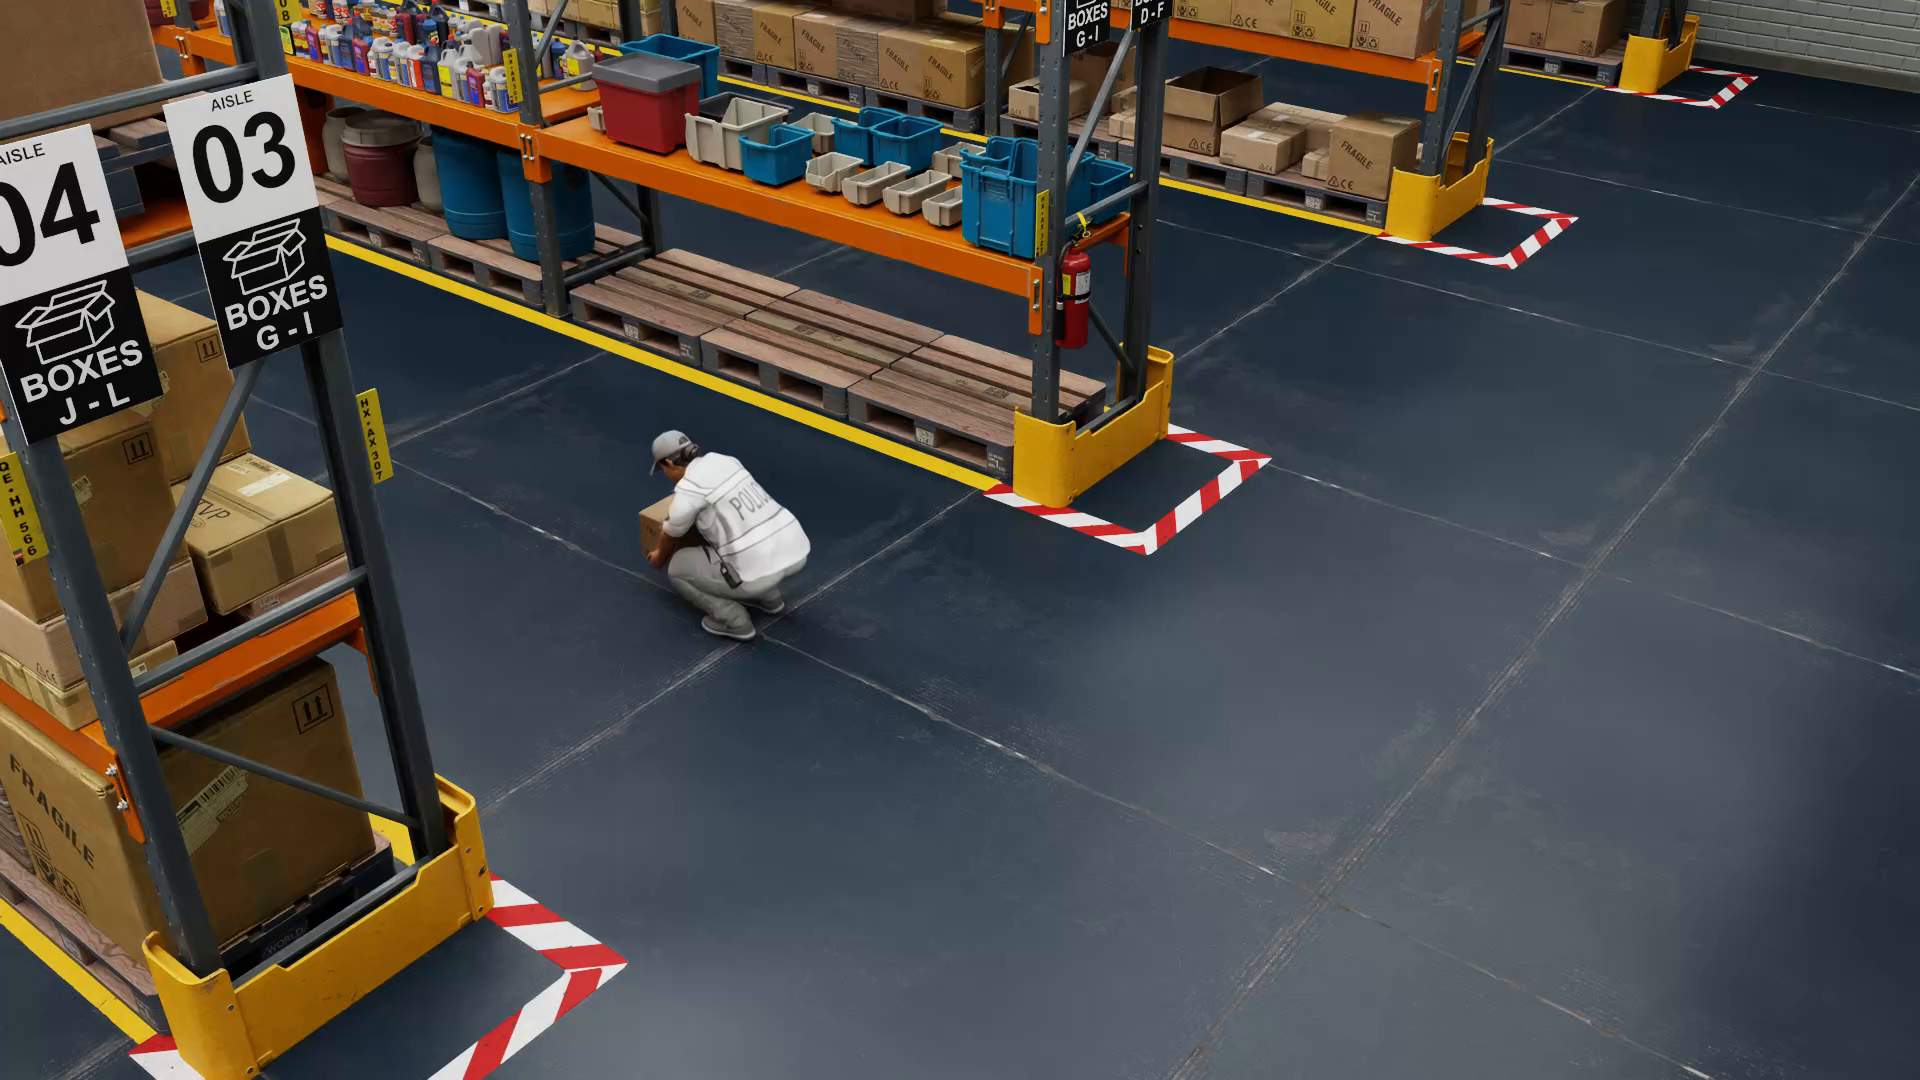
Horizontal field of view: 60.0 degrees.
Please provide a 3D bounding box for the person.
[{"bbox_3d":[-1.125,-0.044,7.922,0.841,0.939,0.529,21,37,31],"label":"person"}]
